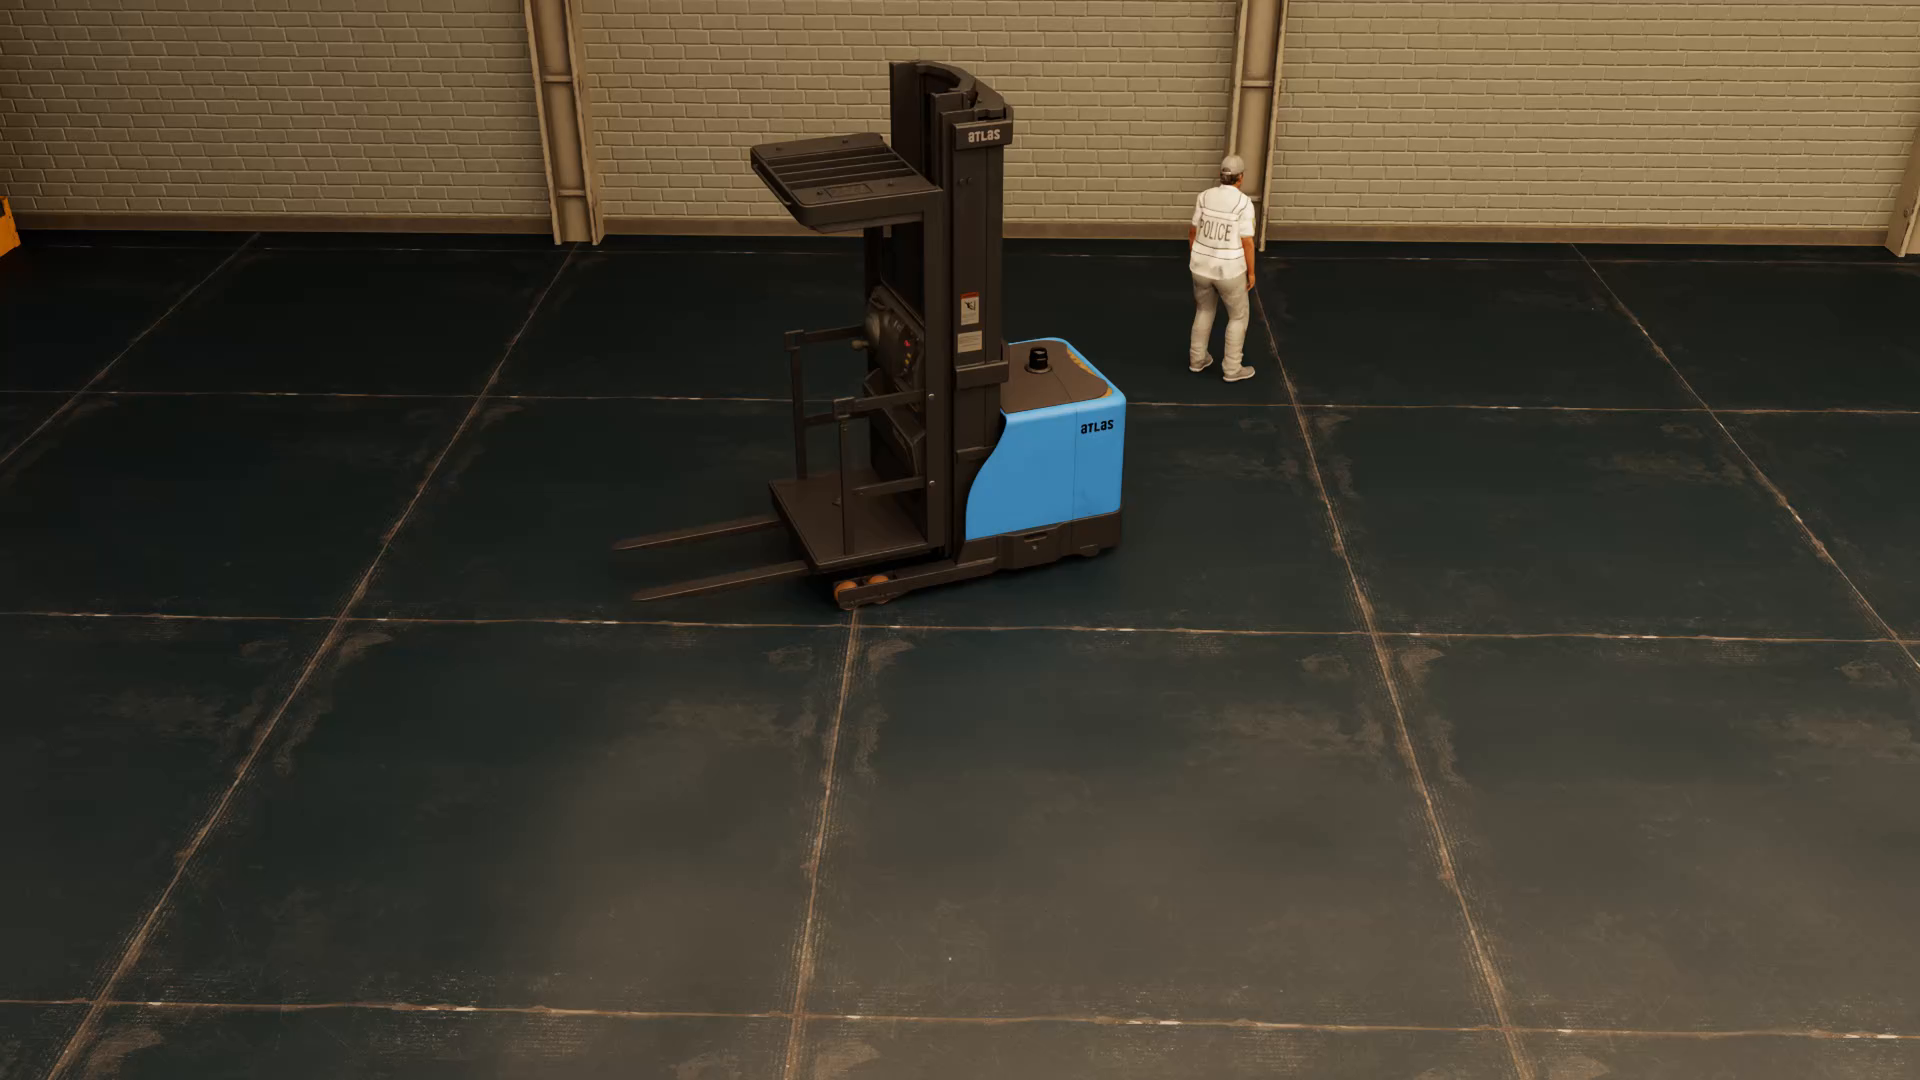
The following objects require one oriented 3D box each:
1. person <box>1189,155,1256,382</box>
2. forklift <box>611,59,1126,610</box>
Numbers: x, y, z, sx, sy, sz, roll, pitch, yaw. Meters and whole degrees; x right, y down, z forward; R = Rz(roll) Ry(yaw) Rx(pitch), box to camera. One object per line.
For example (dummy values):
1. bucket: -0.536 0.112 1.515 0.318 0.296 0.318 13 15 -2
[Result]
1. person: 1.949 -2.000 12.256 0.550 1.664 0.470 21 36 31
2. forklift: -0.569 -1.153 9.570 3.031 2.935 1.130 -11 32 -18
